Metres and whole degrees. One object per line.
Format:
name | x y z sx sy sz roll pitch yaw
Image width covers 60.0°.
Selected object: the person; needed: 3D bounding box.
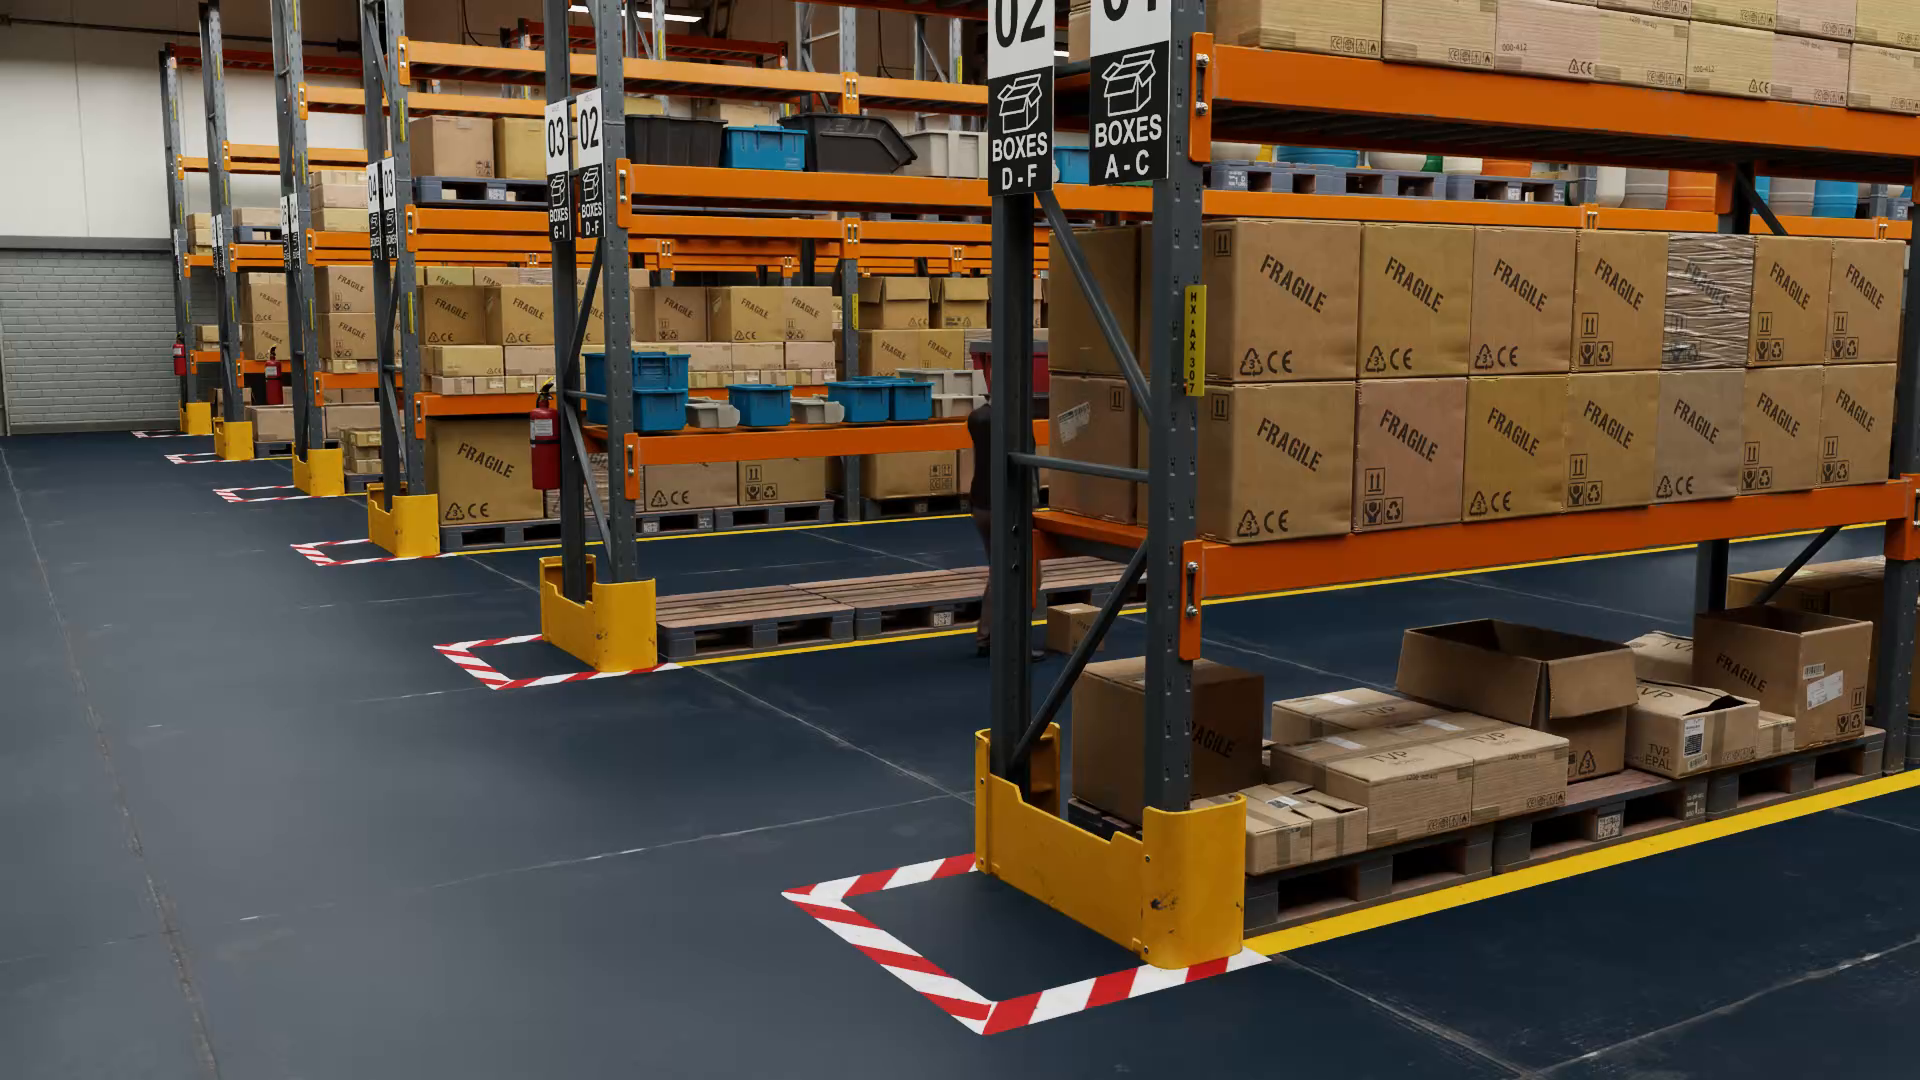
person | 0.258 -0.152 9.591 0.372 1.704 0.543 -5 9 -30
